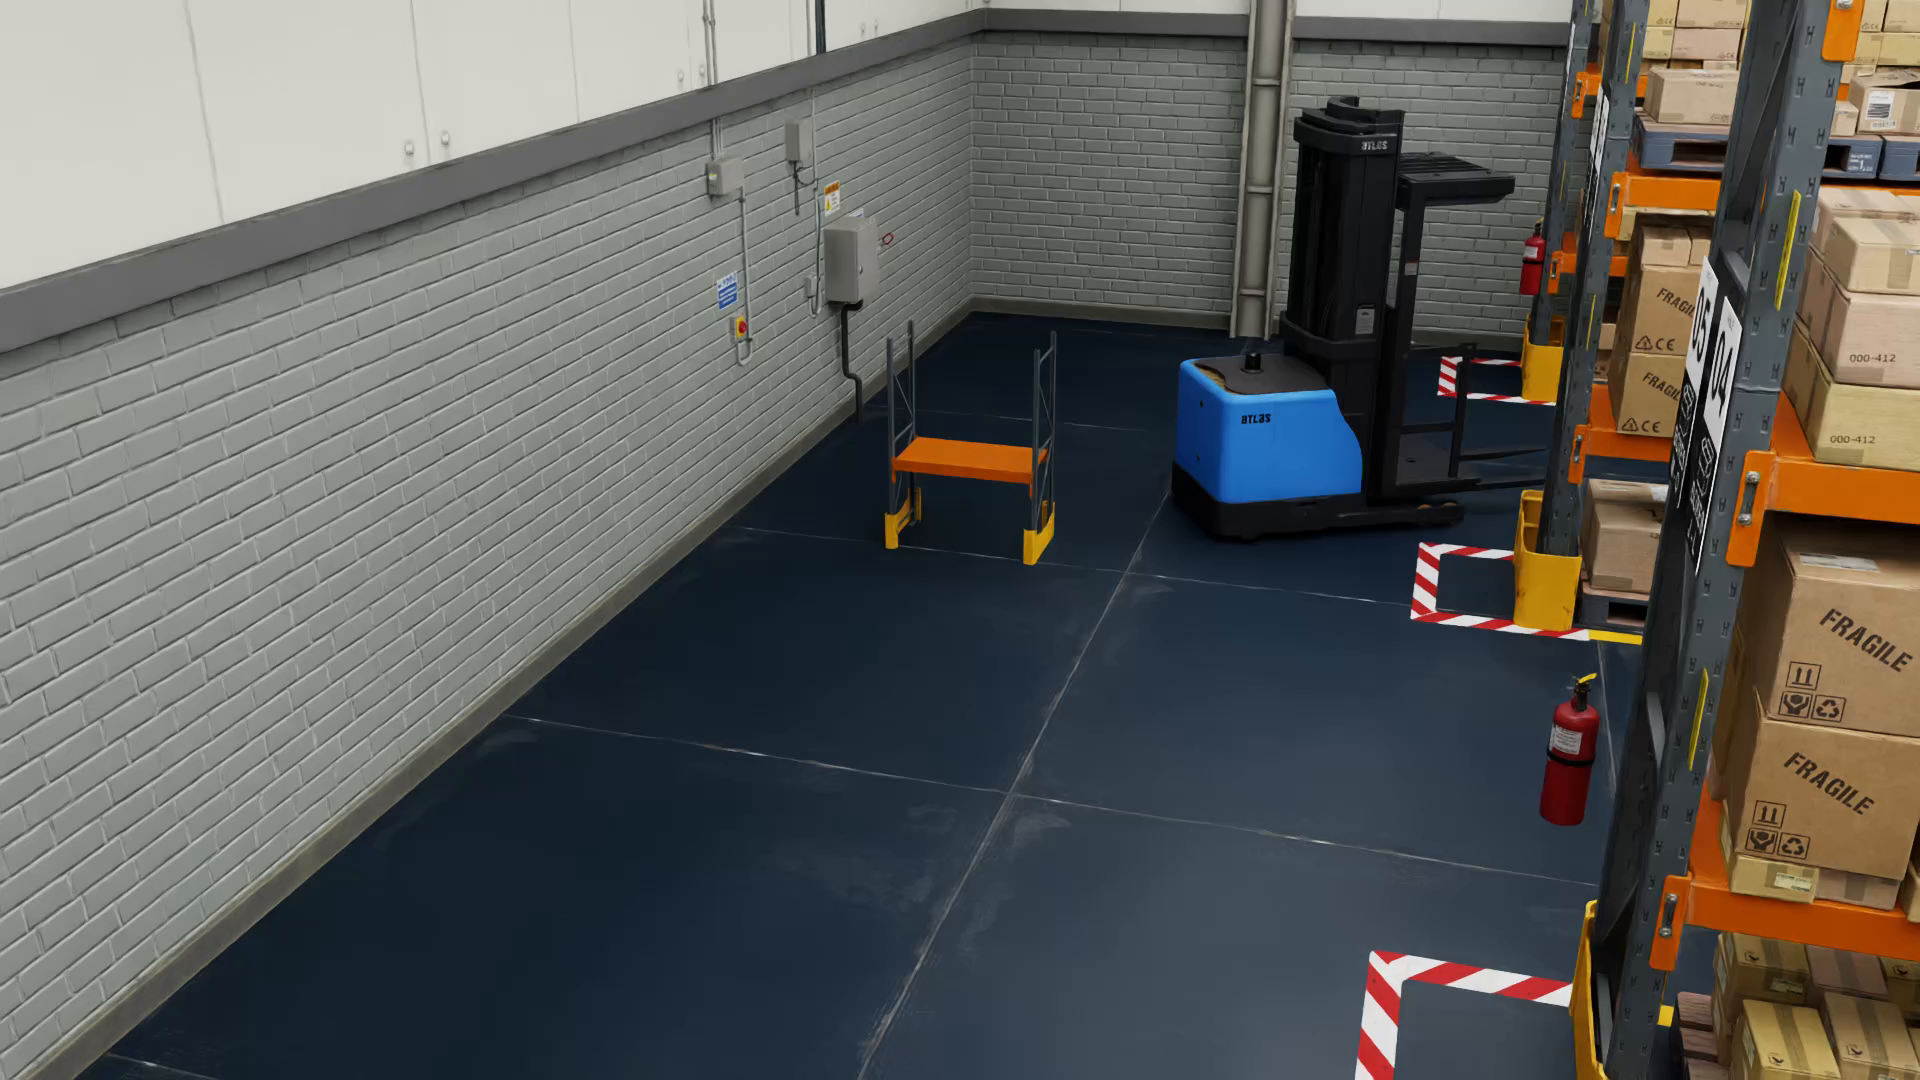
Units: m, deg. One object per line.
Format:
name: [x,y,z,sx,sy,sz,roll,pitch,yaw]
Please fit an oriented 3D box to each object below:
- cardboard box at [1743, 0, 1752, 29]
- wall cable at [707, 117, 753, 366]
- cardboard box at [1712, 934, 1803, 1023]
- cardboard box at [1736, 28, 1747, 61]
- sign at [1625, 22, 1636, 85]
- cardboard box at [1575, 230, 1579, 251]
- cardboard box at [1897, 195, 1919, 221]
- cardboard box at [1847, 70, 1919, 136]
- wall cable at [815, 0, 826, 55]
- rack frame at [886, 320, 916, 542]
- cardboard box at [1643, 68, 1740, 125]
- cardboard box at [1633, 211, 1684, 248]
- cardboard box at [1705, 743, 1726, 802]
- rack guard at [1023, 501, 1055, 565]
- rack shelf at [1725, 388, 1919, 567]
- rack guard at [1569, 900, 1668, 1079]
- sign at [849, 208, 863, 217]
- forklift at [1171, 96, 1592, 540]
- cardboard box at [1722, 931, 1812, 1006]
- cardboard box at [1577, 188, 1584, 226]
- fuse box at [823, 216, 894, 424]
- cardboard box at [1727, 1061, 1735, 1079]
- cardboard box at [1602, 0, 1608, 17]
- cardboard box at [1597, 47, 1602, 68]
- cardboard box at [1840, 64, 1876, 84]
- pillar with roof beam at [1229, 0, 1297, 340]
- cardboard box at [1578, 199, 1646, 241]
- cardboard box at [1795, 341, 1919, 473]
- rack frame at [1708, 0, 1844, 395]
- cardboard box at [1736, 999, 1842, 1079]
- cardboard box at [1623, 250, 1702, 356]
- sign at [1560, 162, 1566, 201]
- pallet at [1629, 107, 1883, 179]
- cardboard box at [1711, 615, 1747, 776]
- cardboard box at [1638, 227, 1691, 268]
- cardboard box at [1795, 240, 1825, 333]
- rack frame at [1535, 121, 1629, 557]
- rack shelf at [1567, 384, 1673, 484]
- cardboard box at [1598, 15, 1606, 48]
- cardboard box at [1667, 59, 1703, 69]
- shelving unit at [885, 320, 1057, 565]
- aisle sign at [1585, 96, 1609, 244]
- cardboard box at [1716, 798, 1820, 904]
cardboard box: [6.584,-4.275,13.434,0.500,0.250,0.500,6,23,15]
wall cable: [-1.570,-2.131,11.632,0.123,1.953,0.585,7,23,16]
cardboard box: [3.090,1.714,6.449,0.250,0.149,0.380,6,23,14]
cardboard box: [6.590,-4.040,13.519,0.500,0.250,0.500,6,23,14]
sign: [3.669,-2.664,9.104,0.005,0.325,0.100,7,23,16]
cardboard box: [5.501,-2.588,14.459,0.250,0.149,0.380,6,23,15]
cardboard box: [3.119,-0.977,5.259,0.250,0.149,0.380,7,23,16]
cardboard box: [5.254,-2.441,9.249,0.500,0.311,0.500,7,23,16]
wall cable: [-0.632,-5.632,13.592,0.133,3.039,2.988,7,23,16]
rack frame: [-0.405,-0.740,11.598,0.032,1.500,0.500,7,23,16]
cardboard box: [4.292,-2.579,9.664,0.500,0.250,0.500,4,23,11]
cardboard box: [4.236,-1.879,10.094,0.250,0.149,0.380,7,23,16]
cardboard box: [2.896,0.822,6.144,0.250,0.149,0.380,7,23,16]
rack guard: [0.550,-0.053,11.569,0.087,0.250,0.587,7,23,16]
rack shelf: [4.417,-0.063,4.966,4.000,0.370,1.077,7,23,16]
rack guard: [2.575,1.938,6.387,0.348,0.500,1.175,7,23,16]
sign: [-0.879,-2.552,14.163,0.001,0.494,0.329,7,23,16]
forklift: [3.161,-1.634,11.890,3.031,2.935,1.130,-5,23,-12]
cardboard box: [3.082,1.589,6.364,0.250,0.149,0.380,7,23,16]
cardboard box: [5.782,-2.955,14.826,0.500,0.250,0.500,7,23,17]
fuse box: [-0.824,-1.797,13.897,0.414,1.711,0.539,7,23,16]
cardboard box: [2.911,2.072,5.971,0.250,0.149,0.380,7,23,17]
cardboard box: [5.771,-4.580,14.178,0.500,0.250,0.500,6,23,14]
cardboard box: [5.638,-4.161,14.340,0.250,0.149,0.380,7,23,17]
cardboard box: [7.183,-3.764,13.371,0.250,0.149,0.380,7,23,17]
pillar with roof beam: [1.701,-4.675,11.309,0.400,9.000,9.100,7,23,16]
cardboard box: [5.622,-2.761,14.354,0.500,0.250,0.500,7,23,16]
cardboard box: [2.858,-0.403,5.046,0.500,0.250,0.500,7,23,17]
rack frame: [2.502,-2.002,4.794,0.127,3.000,1.000,7,23,16]
cardboard box: [2.905,1.803,5.840,0.250,0.149,0.380,5,23,13]
cardboard box: [4.212,-1.389,9.755,0.500,0.500,0.500,6,23,14]
sign: [5.109,-3.044,14.097,0.005,0.325,0.100,7,23,16]
pallet: [4.548,-2.306,9.603,1.213,0.211,1.003,7,23,15]
cardboard box: [3.006,0.545,5.965,0.500,0.500,0.500,7,23,17]
cardboard box: [4.095,-1.706,9.672,0.250,0.149,0.380,7,23,17]
cardboard box: [3.016,-0.819,5.399,0.500,0.250,0.500,6,23,14]
rack frame: [3.835,-1.036,10.344,0.127,3.000,1.000,7,23,16]
rack shelf: [5.750,-0.484,9.946,4.000,0.370,1.077,7,23,16]
cardboard box: [5.770,-4.346,14.267,0.500,0.250,0.500,6,23,15]
cardboard box: [6.002,-3.939,13.799,0.250,0.149,0.380,7,23,16]
shelving unit: [0.073,-0.686,11.465,1.083,1.500,0.587,7,23,16]
aisle sign: [3.682,-2.142,9.613,0.004,0.787,0.394,7,23,16]
cardboard box: [2.717,1.044,5.604,0.250,0.149,0.380,6,23,15]
